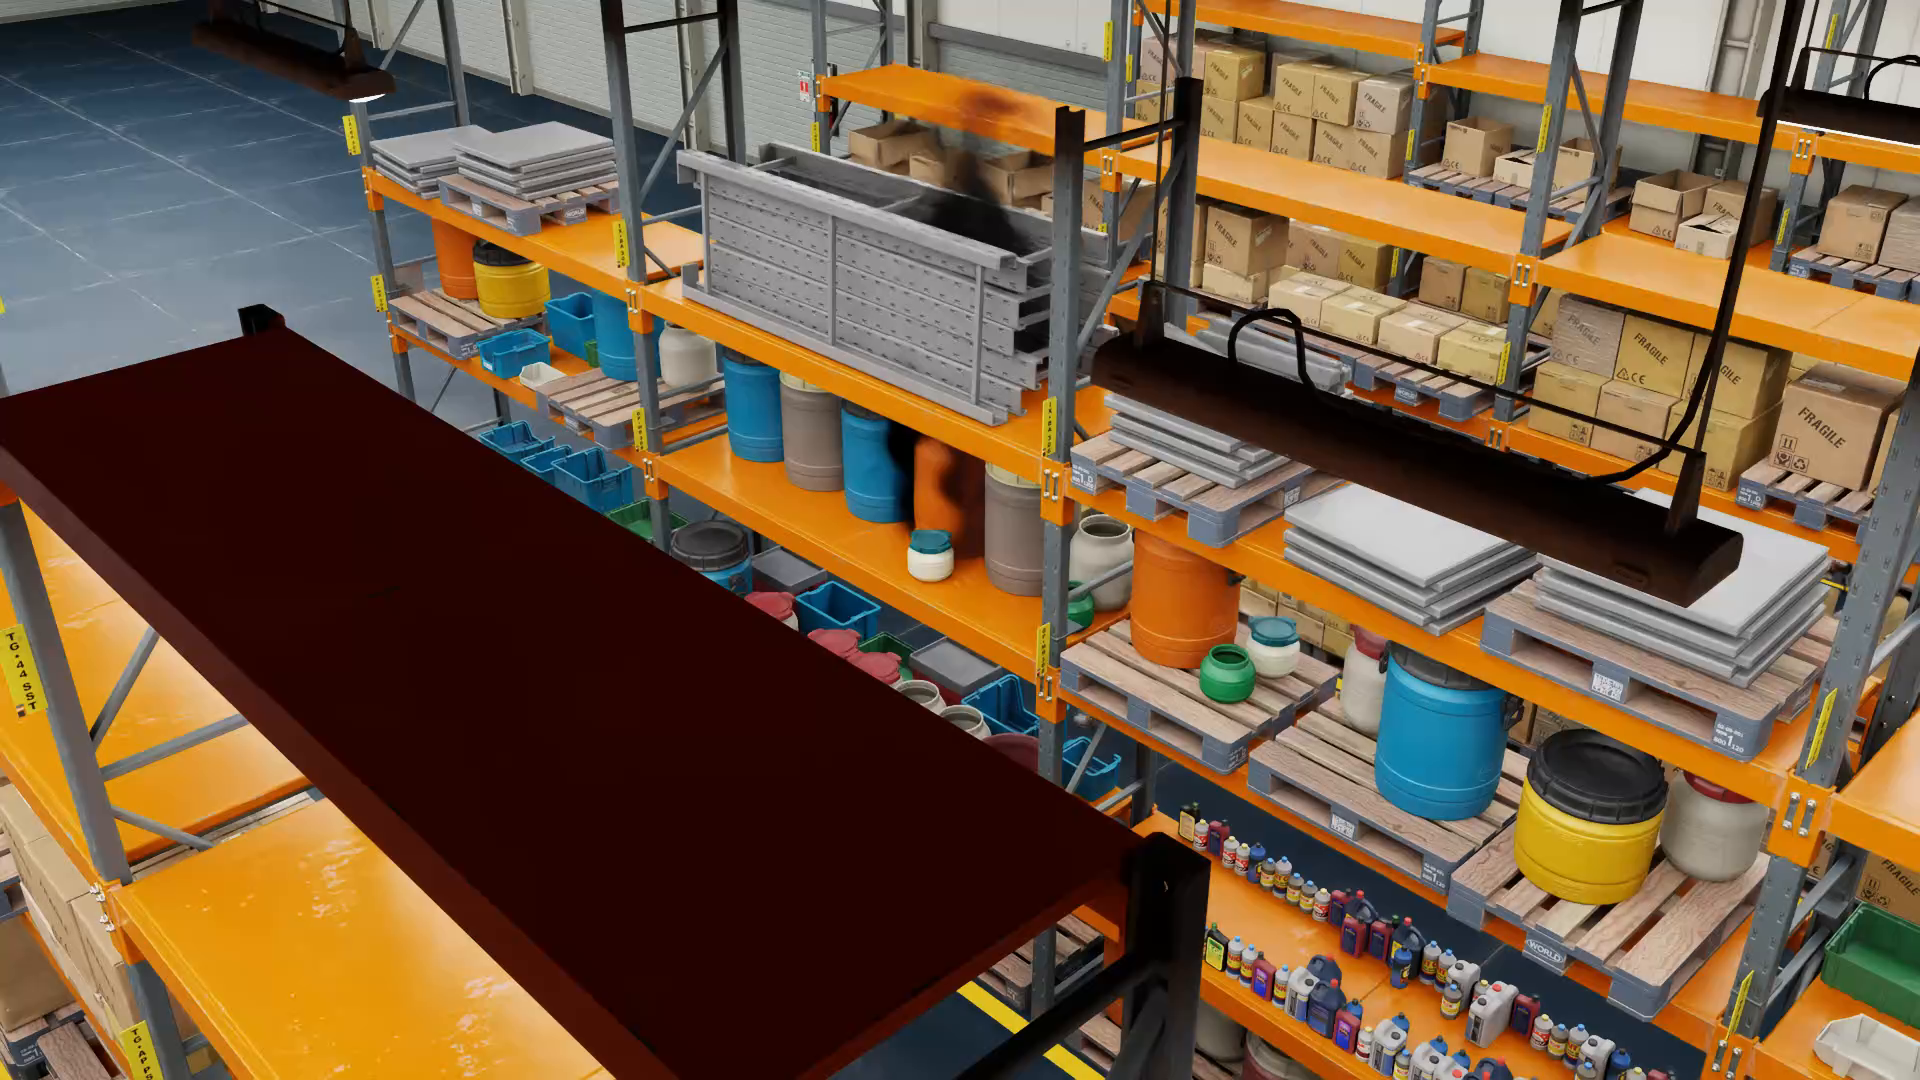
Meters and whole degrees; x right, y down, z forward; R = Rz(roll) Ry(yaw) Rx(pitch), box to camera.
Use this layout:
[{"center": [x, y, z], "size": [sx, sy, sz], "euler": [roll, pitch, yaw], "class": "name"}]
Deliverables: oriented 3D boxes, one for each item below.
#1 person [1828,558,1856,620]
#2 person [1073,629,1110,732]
[{"center": [7.572, 0.592, 14.023], "size": [0.779, 1.607, 0.558], "euler": [24, 37, 38], "class": "person"}, {"center": [1.166, 0.802, 13.073], "size": [0.605, 1.752, 0.678], "euler": [22, 35, 35], "class": "person"}]
